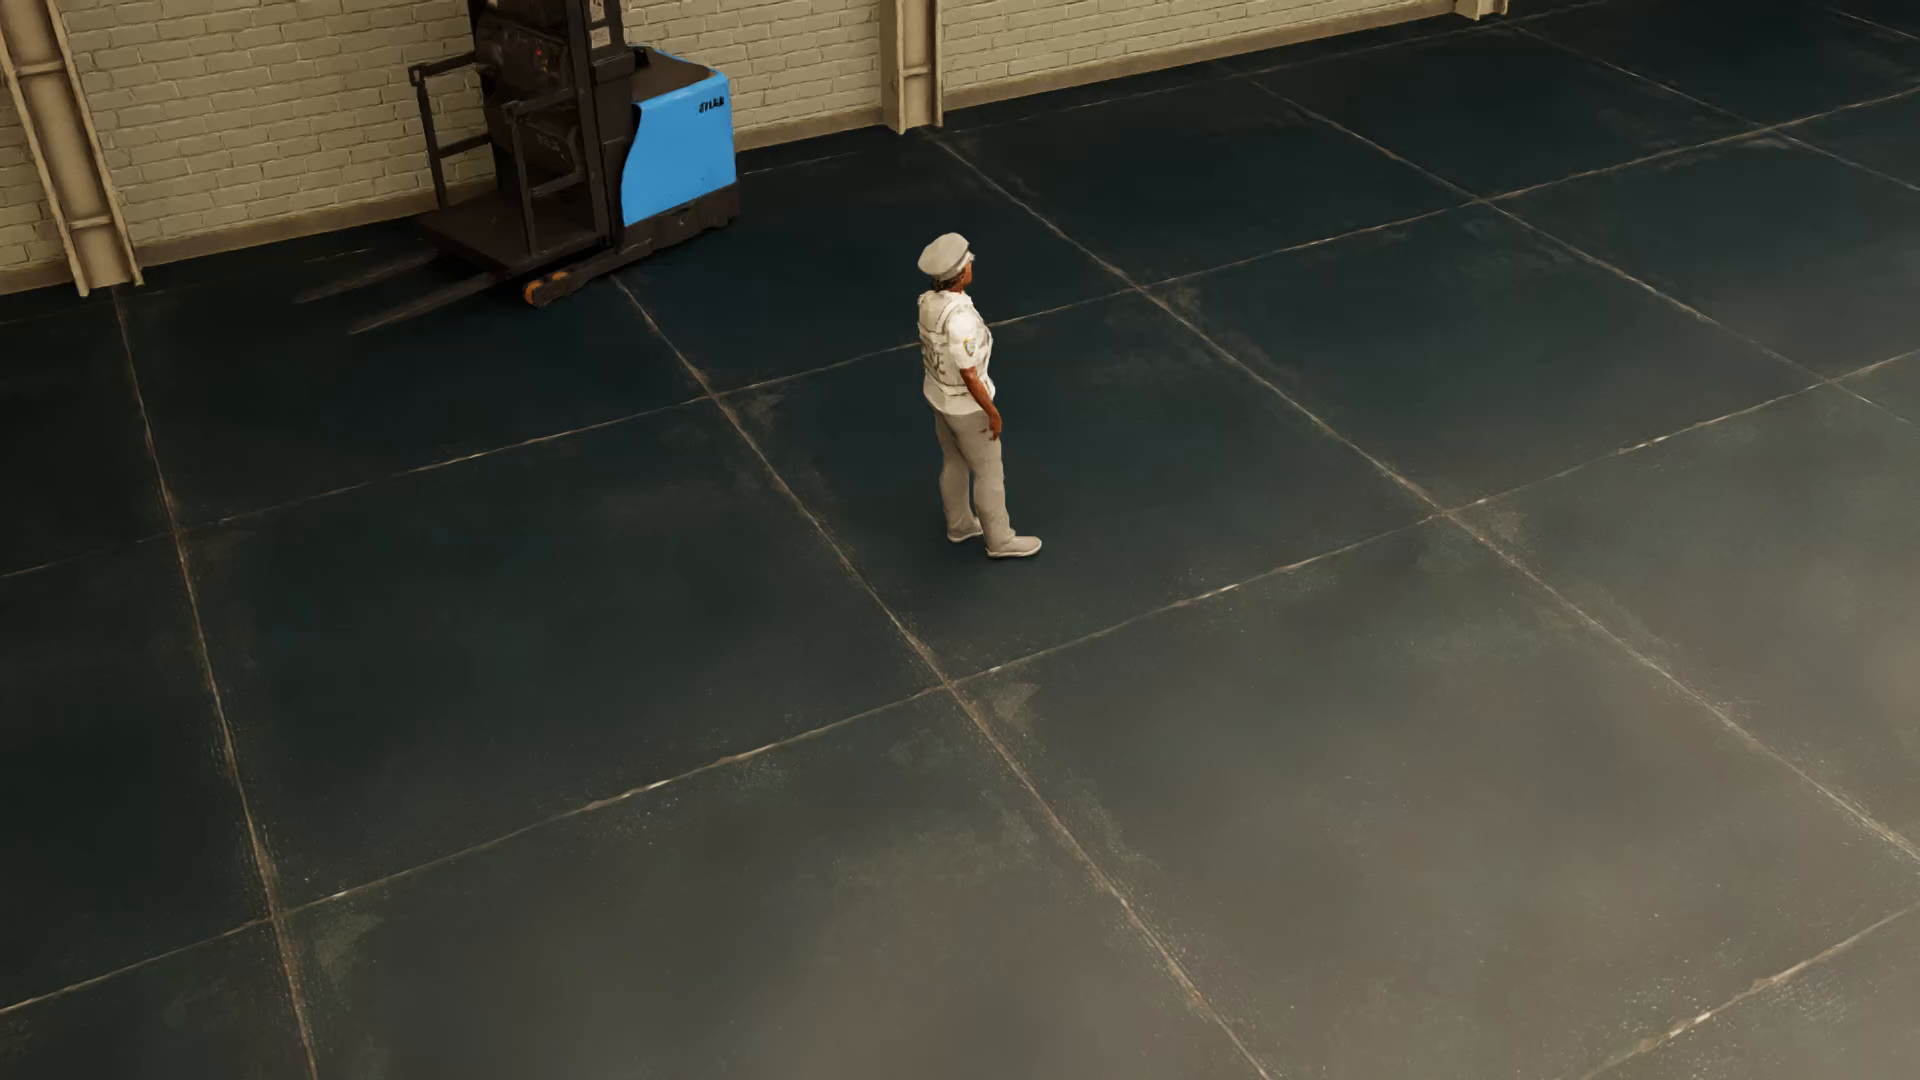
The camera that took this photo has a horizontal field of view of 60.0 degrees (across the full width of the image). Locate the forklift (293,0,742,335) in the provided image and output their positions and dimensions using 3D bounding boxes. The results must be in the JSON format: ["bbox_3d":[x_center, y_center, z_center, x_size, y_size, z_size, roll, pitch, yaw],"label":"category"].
[{"bbox_3d":[-2.916,-3.037,10.420,1.130,2.935,3.031,27,44,33],"label":"forklift"}]

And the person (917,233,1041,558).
[{"bbox_3d":[0.075,-0.704,8.186,0.529,1.685,0.570,-17,39,-23],"label":"person"}]
